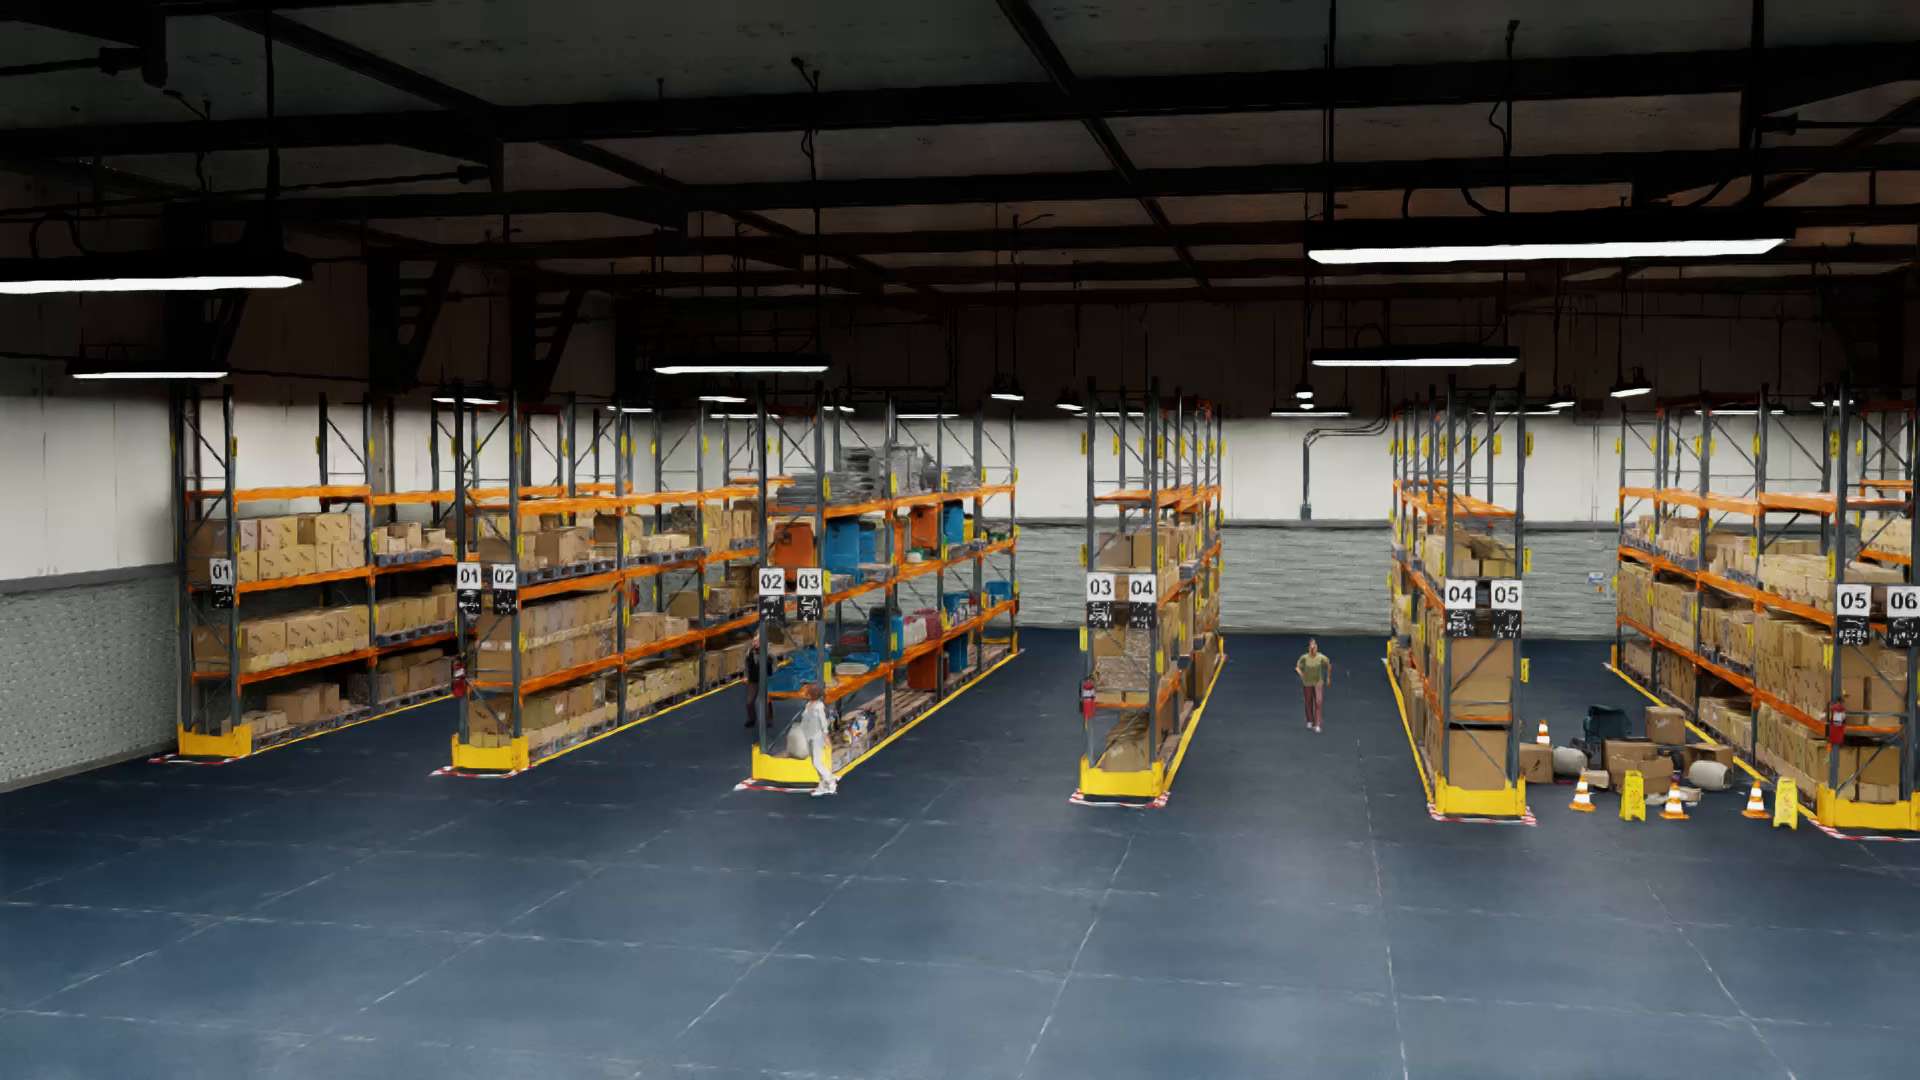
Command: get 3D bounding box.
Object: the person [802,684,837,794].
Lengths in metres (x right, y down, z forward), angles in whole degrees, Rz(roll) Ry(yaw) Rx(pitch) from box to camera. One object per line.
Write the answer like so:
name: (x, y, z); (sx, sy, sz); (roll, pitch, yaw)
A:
person: (-2.013, 2.869, 23.902); (0.422, 1.585, 0.541); (-2, 4, -30)

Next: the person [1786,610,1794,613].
person: (19.455, 2.021, 38.592); (0.688, 1.649, 0.518); (-1, 3, -16)

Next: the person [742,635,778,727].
person: (-3.559, 2.516, 29.612); (0.677, 1.674, 0.534); (1, 3, 10)

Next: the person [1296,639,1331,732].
person: (6.265, 2.548, 29.517); (0.603, 1.598, 0.799); (1, 3, 18)
